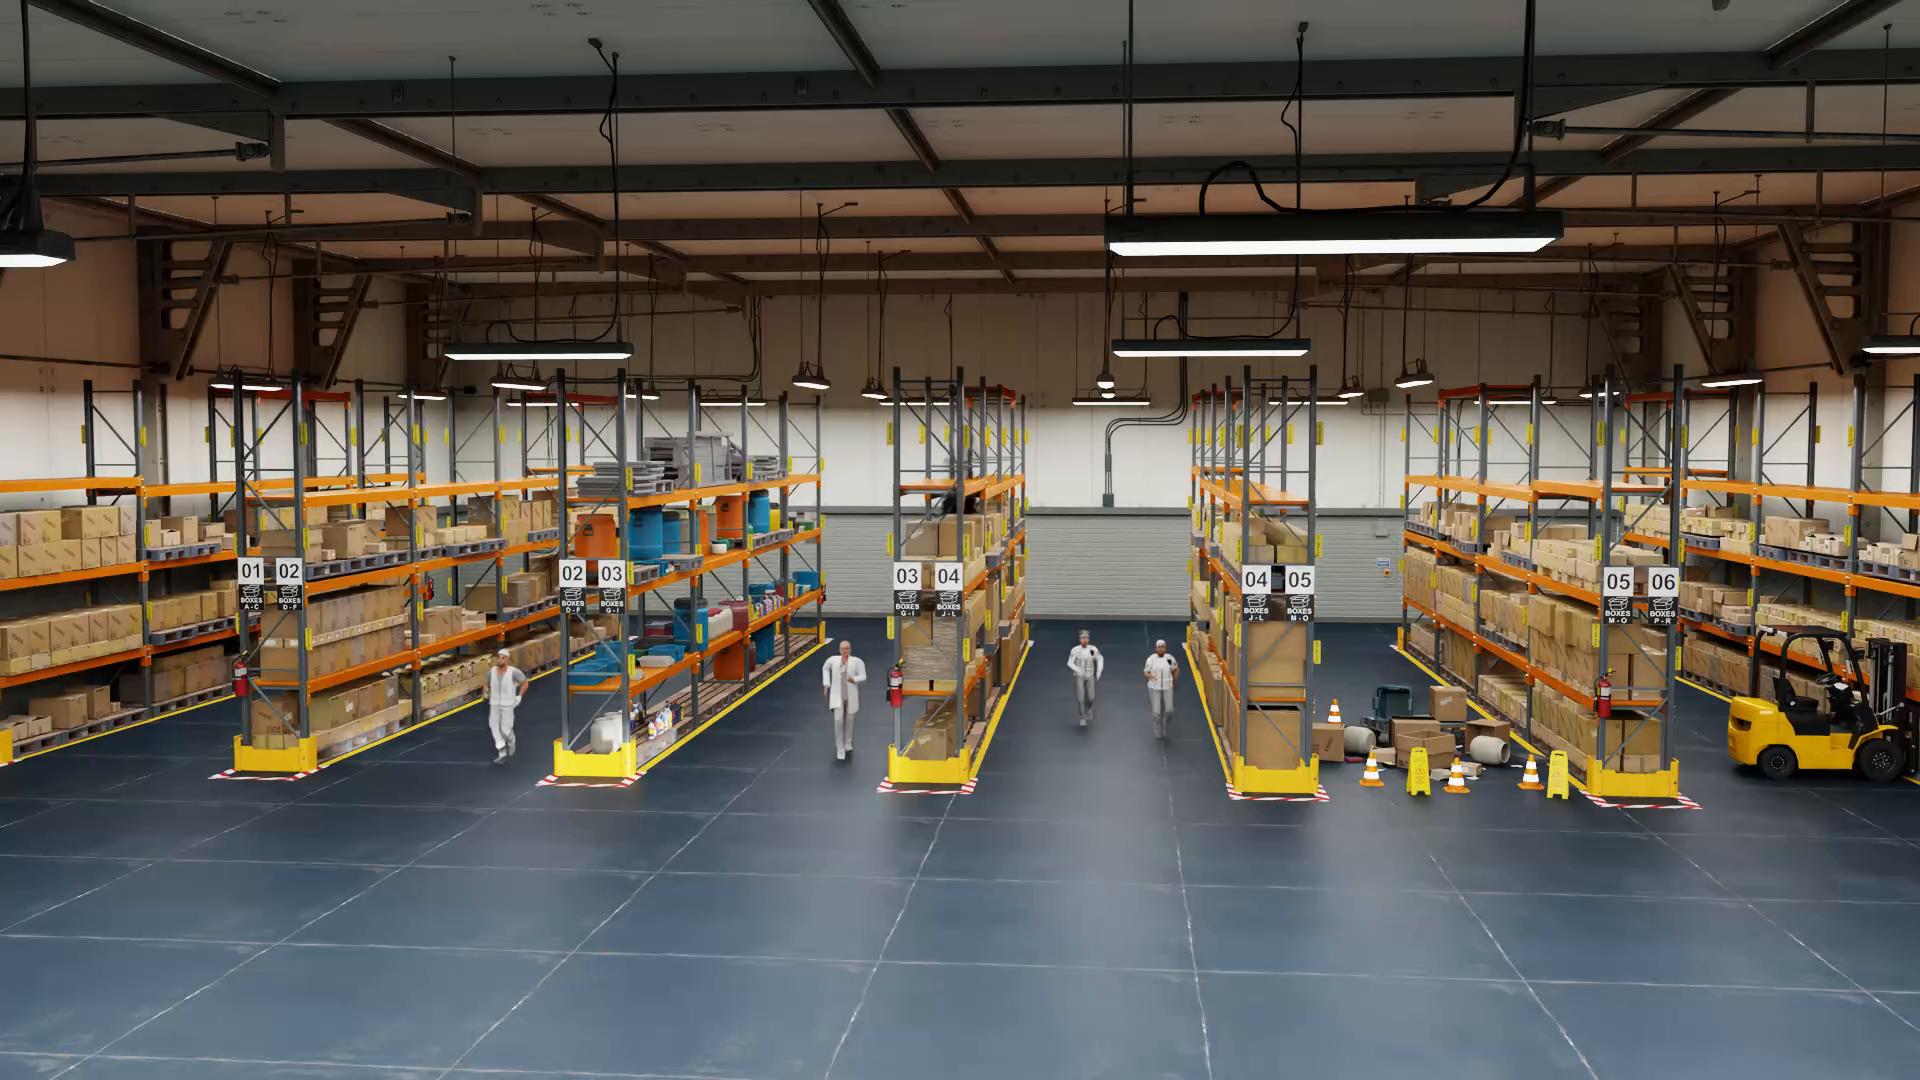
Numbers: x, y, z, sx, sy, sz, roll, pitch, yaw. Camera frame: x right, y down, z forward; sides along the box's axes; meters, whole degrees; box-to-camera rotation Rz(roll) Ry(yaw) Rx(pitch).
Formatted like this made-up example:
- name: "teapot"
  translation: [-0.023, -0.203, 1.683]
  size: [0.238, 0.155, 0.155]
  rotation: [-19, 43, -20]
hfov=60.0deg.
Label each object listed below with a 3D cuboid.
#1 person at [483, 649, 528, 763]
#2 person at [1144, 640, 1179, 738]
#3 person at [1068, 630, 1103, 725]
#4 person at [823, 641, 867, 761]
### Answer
- name: "person"
  translation: [-6.985, 2.543, 25.419]
  size: [0.665, 1.748, 0.599]
  rotation: [0, 4, 3]
- name: "person"
  translation: [3.339, 2.474, 27.474]
  size: [0.591, 1.638, 0.576]
  rotation: [0, 4, 2]
- name: "person"
  translation: [2.183, 2.388, 28.780]
  size: [0.640, 1.660, 0.552]
  rotation: [0, 4, -2]
- name: "person"
  translation: [-1.802, 2.493, 26.055]
  size: [0.666, 1.847, 0.937]
  rotation: [0, 4, -7]
